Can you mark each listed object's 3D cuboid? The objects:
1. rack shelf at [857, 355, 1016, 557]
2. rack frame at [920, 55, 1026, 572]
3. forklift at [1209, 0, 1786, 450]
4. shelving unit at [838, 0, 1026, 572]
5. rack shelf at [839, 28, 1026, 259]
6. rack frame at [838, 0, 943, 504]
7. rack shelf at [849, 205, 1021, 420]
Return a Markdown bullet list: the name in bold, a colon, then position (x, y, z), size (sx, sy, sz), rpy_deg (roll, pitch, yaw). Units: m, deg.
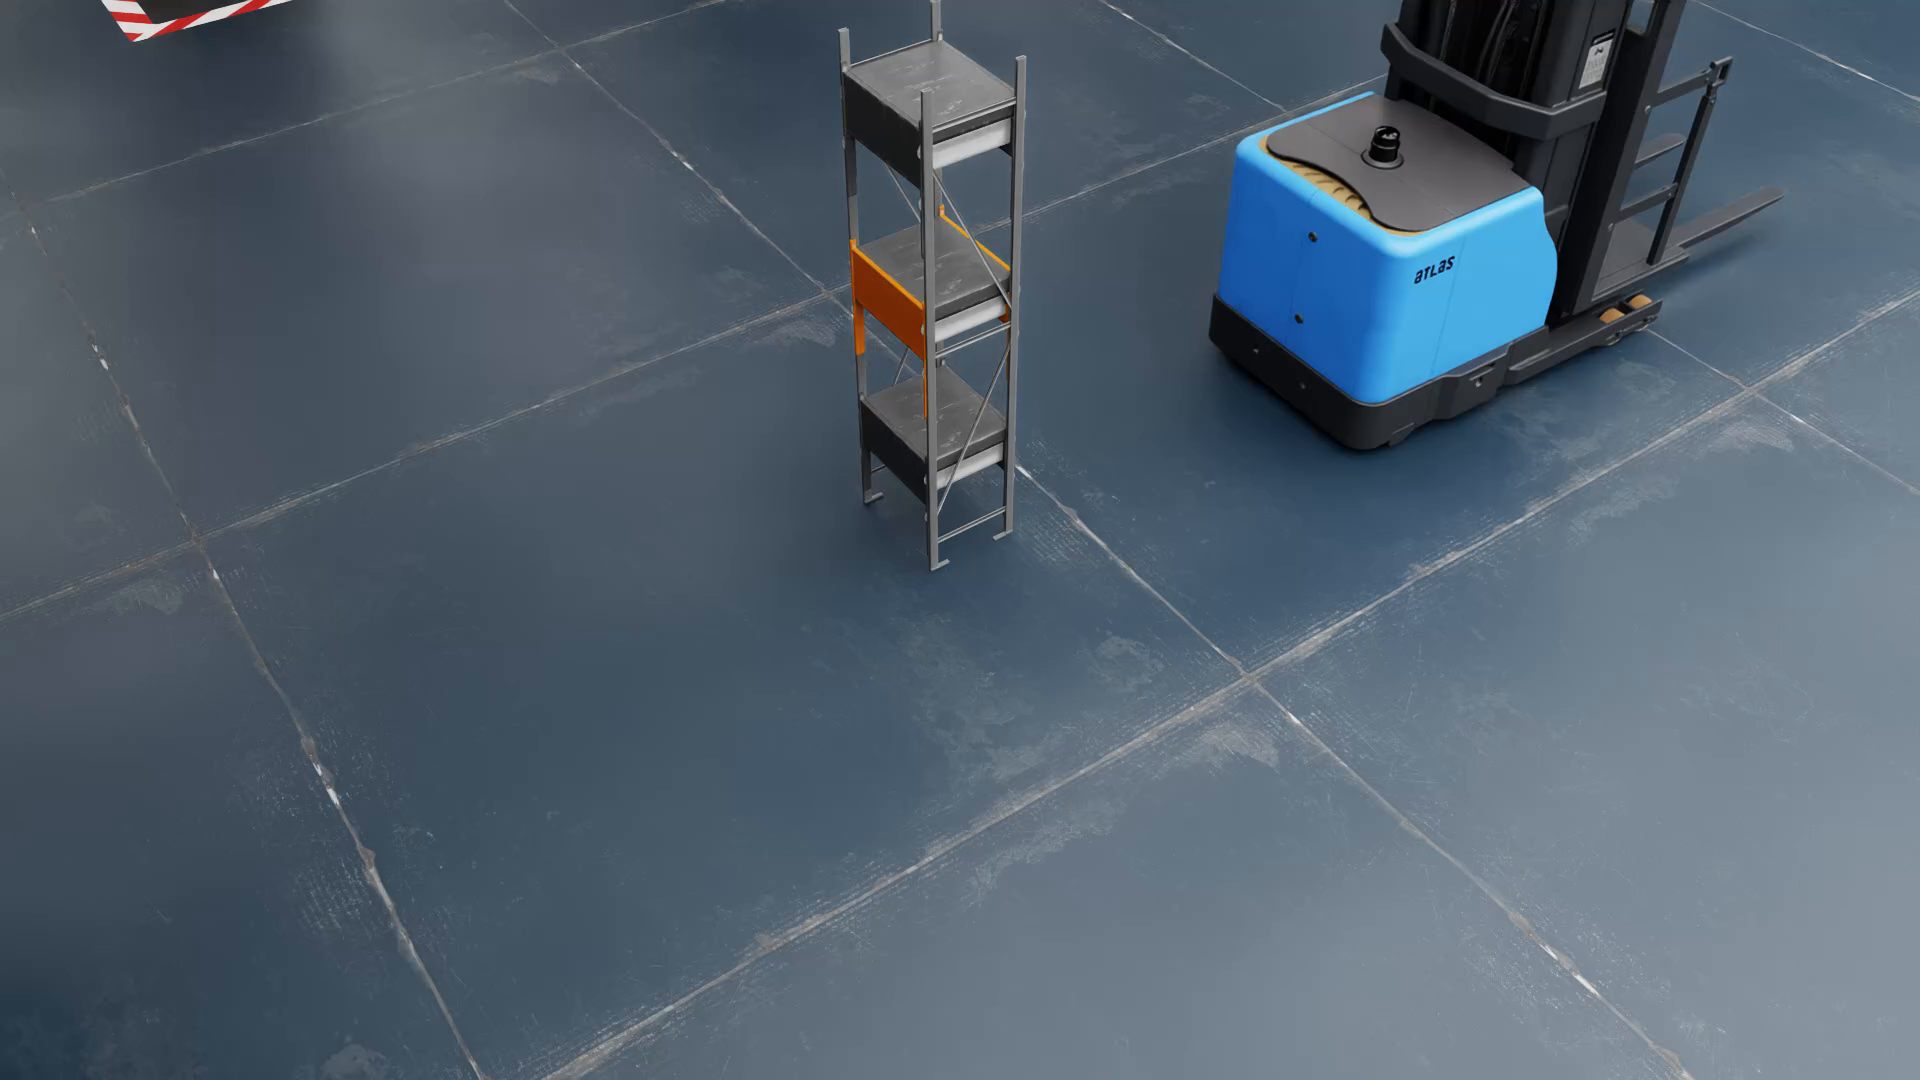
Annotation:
- **rack shelf**: position (-0.095, -0.337, 6.616), size (0.431, 0.518, 0.480), rpy_deg (-26, 49, -24)
- **rack frame**: position (0.045, -0.715, 5.978), size (0.400, 2.100, 0.015), rpy_deg (-26, 49, -24)
- **forklift**: position (2.651, -2.242, 6.975), size (3.031, 2.935, 1.130), rpy_deg (-25, 49, -24)
- **shelving unit**: position (-0.095, -0.853, 6.123), size (0.431, 2.100, 0.503), rpy_deg (-26, 49, -24)
- **rack shelf**: position (-0.095, -1.350, 5.649), size (0.431, 0.518, 0.480), rpy_deg (-26, 49, -24)
- **rack frame**: position (-0.234, -0.991, 6.268), size (0.400, 2.100, 0.015), rpy_deg (-26, 49, -24)
- **rack shelf**: position (-0.095, -0.843, 6.133), size (0.431, 0.518, 0.480), rpy_deg (-26, 49, -24)
